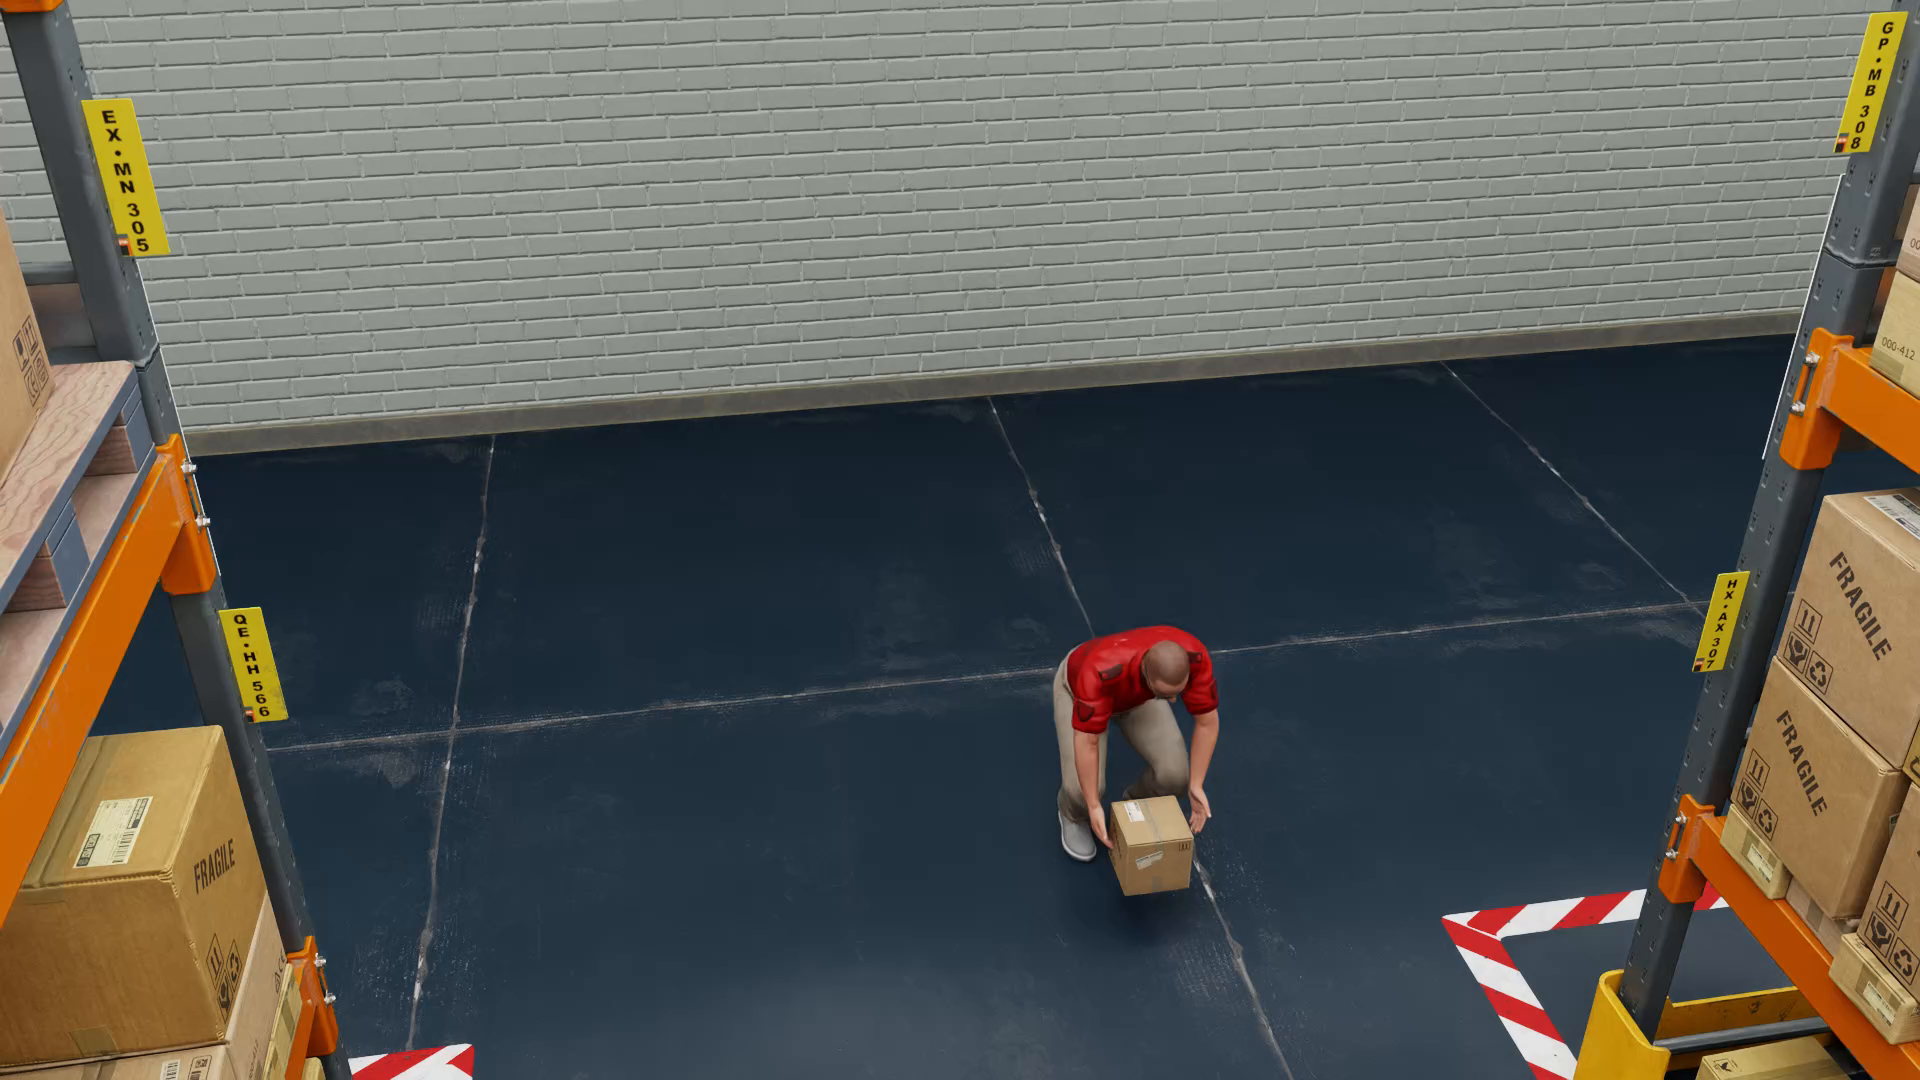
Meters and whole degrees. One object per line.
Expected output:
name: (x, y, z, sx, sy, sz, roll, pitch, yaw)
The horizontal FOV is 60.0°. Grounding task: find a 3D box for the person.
person: (0.668, 0.728, 6.456, 0.579, 1.181, 0.805, -5, 31, -9)
